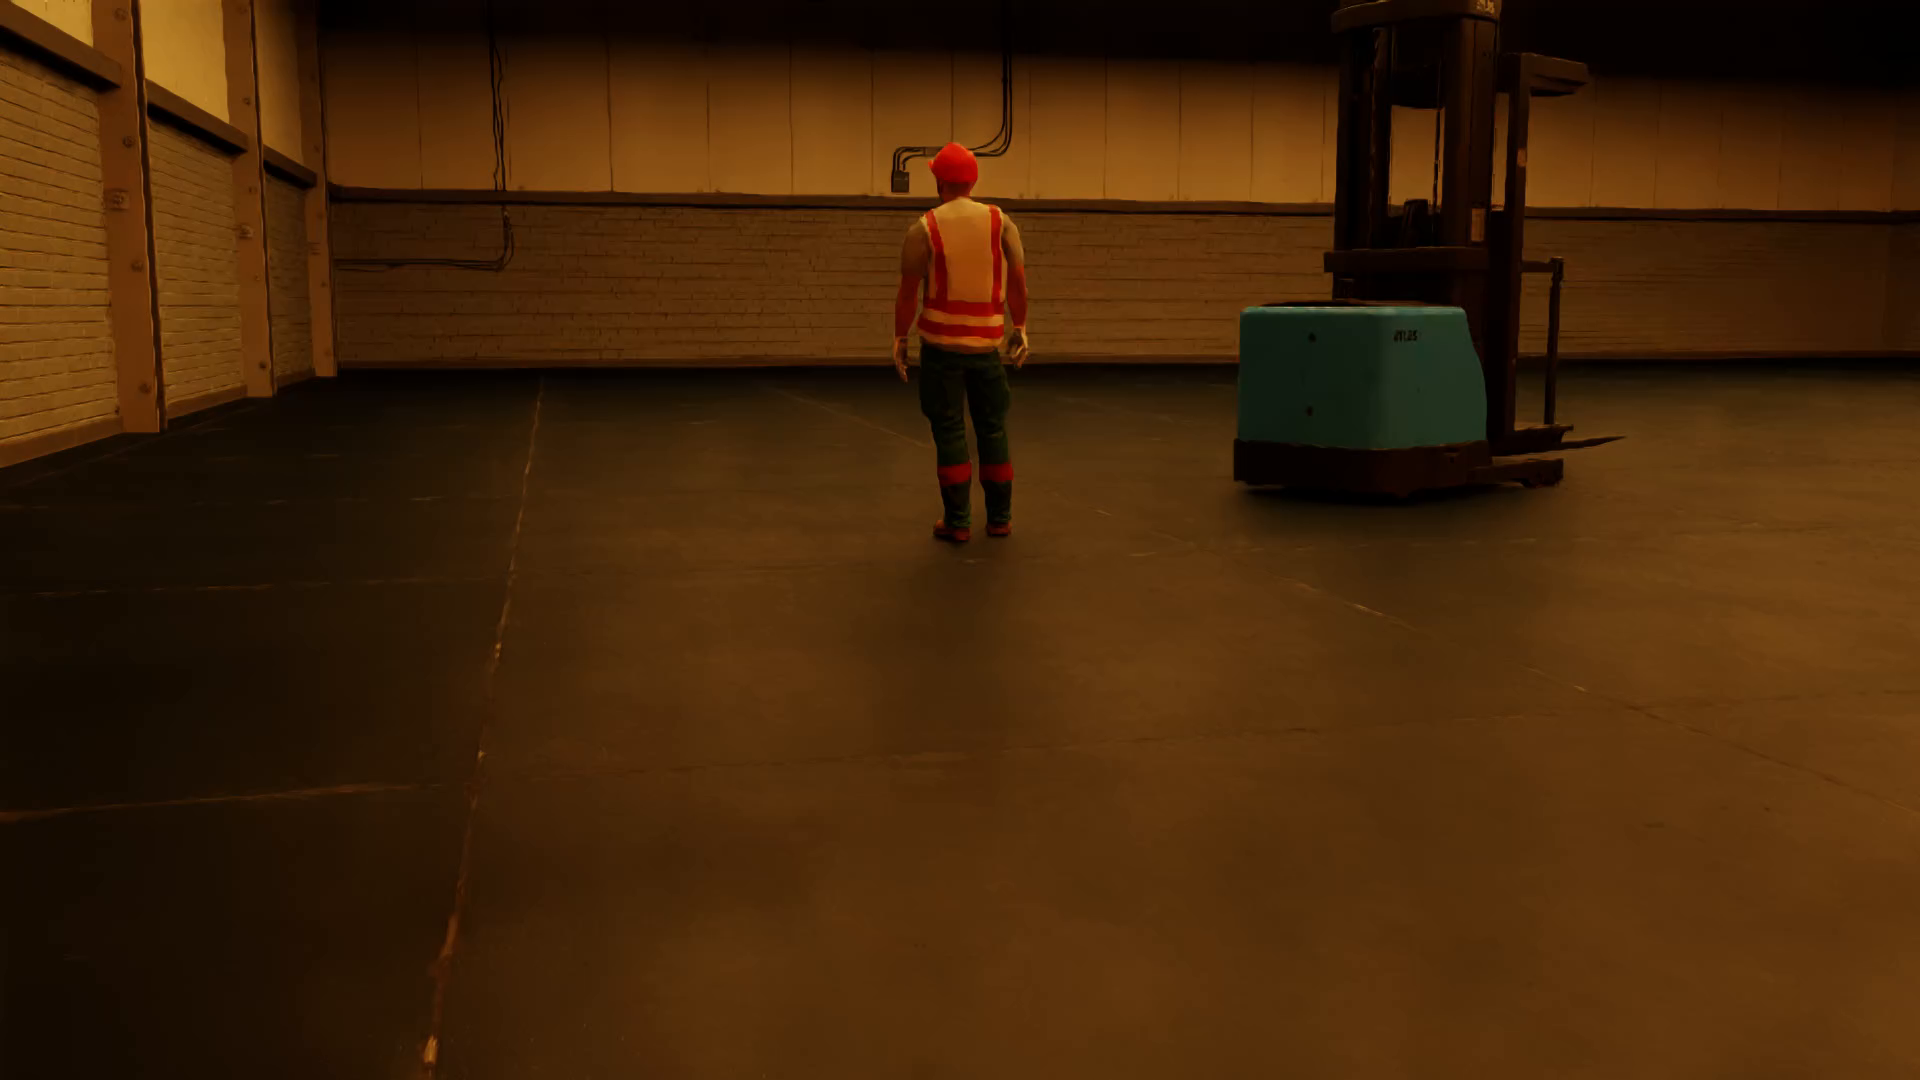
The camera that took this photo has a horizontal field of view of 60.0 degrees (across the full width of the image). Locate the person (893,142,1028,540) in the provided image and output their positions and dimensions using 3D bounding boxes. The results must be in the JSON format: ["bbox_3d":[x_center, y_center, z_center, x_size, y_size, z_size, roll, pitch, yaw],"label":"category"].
[{"bbox_3d":[-0.008,-0.904,7.662,0.637,1.787,0.563,-2,8,-13],"label":"person"}]

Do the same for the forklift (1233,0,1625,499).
[{"bbox_3d":[3.042,-1.817,10.112,3.031,2.935,1.130,-7,10,-40],"label":"forklift"}]
